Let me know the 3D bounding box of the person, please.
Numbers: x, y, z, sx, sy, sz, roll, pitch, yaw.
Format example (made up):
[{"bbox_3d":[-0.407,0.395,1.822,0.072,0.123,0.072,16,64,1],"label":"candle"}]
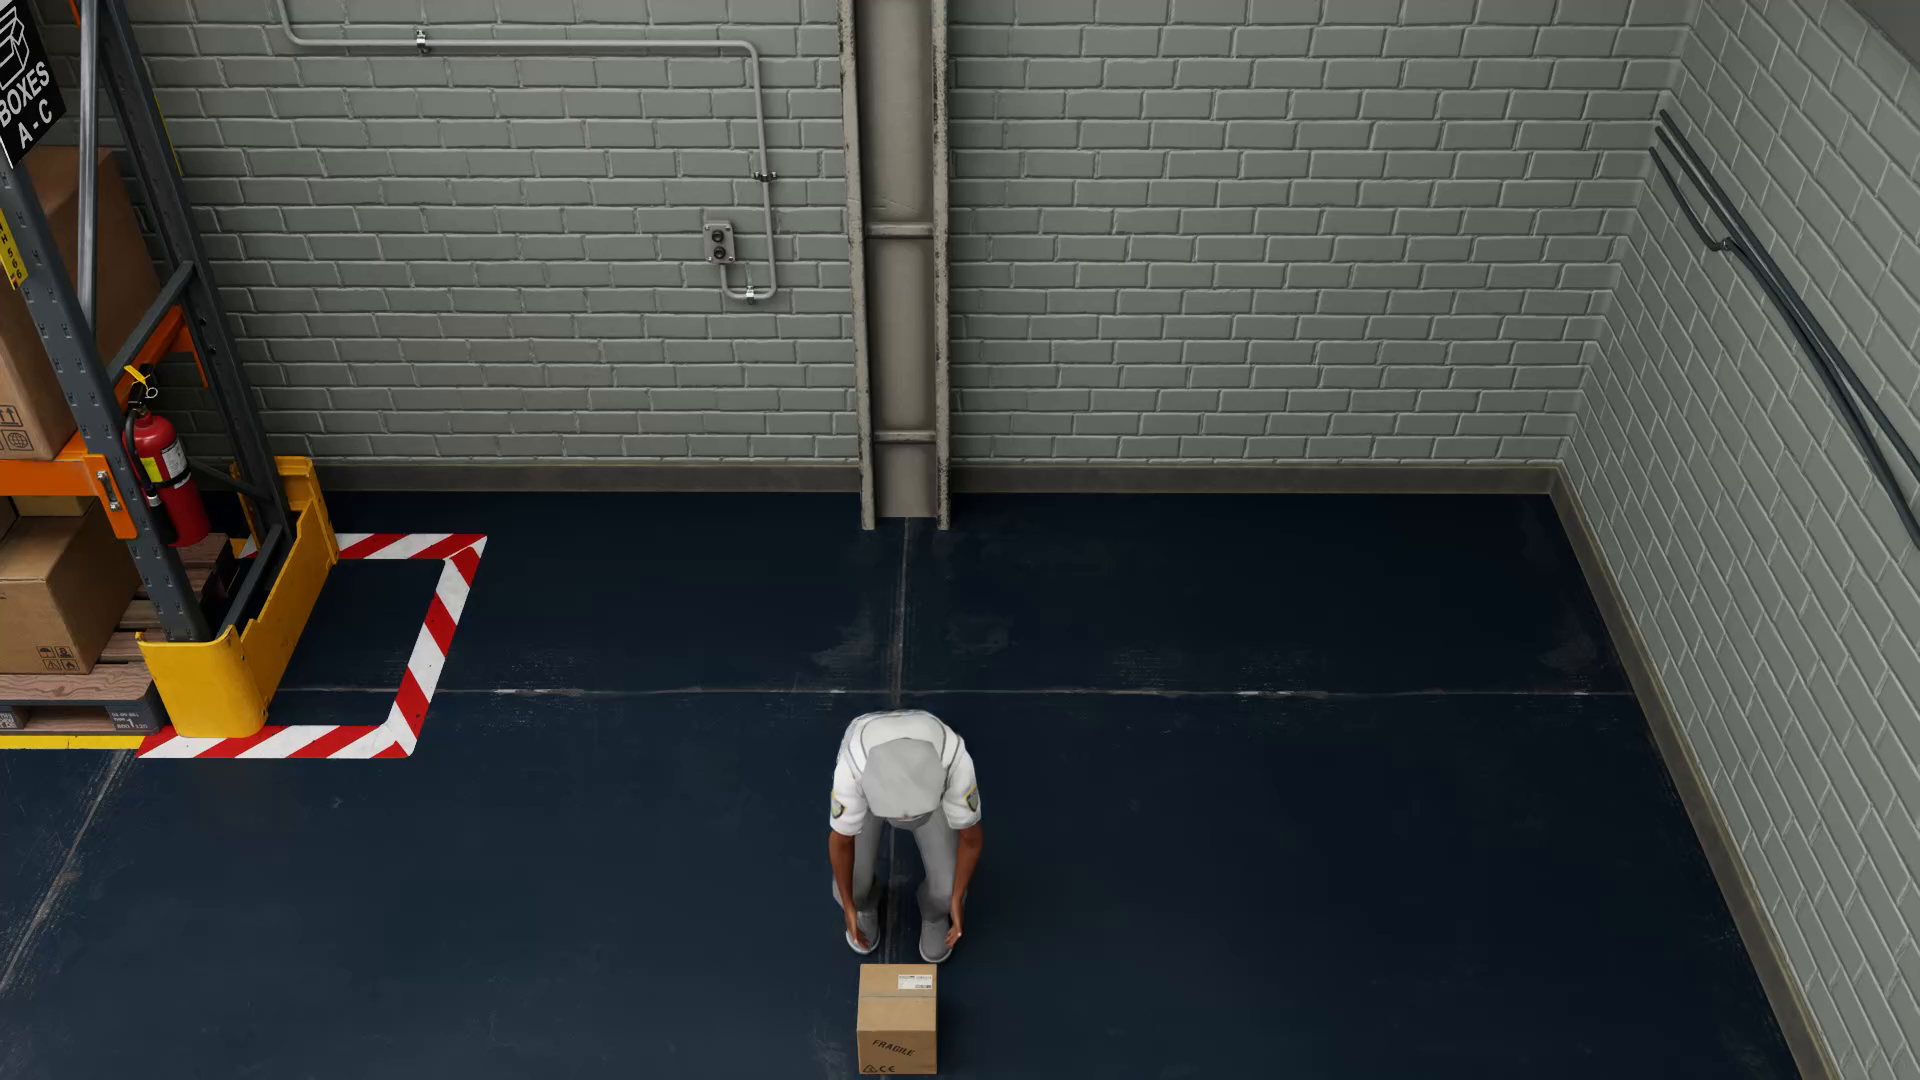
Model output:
[{"bbox_3d":[-0.173,0.934,5.389,0.500,1.217,0.792,0,40,0],"label":"person"}]
